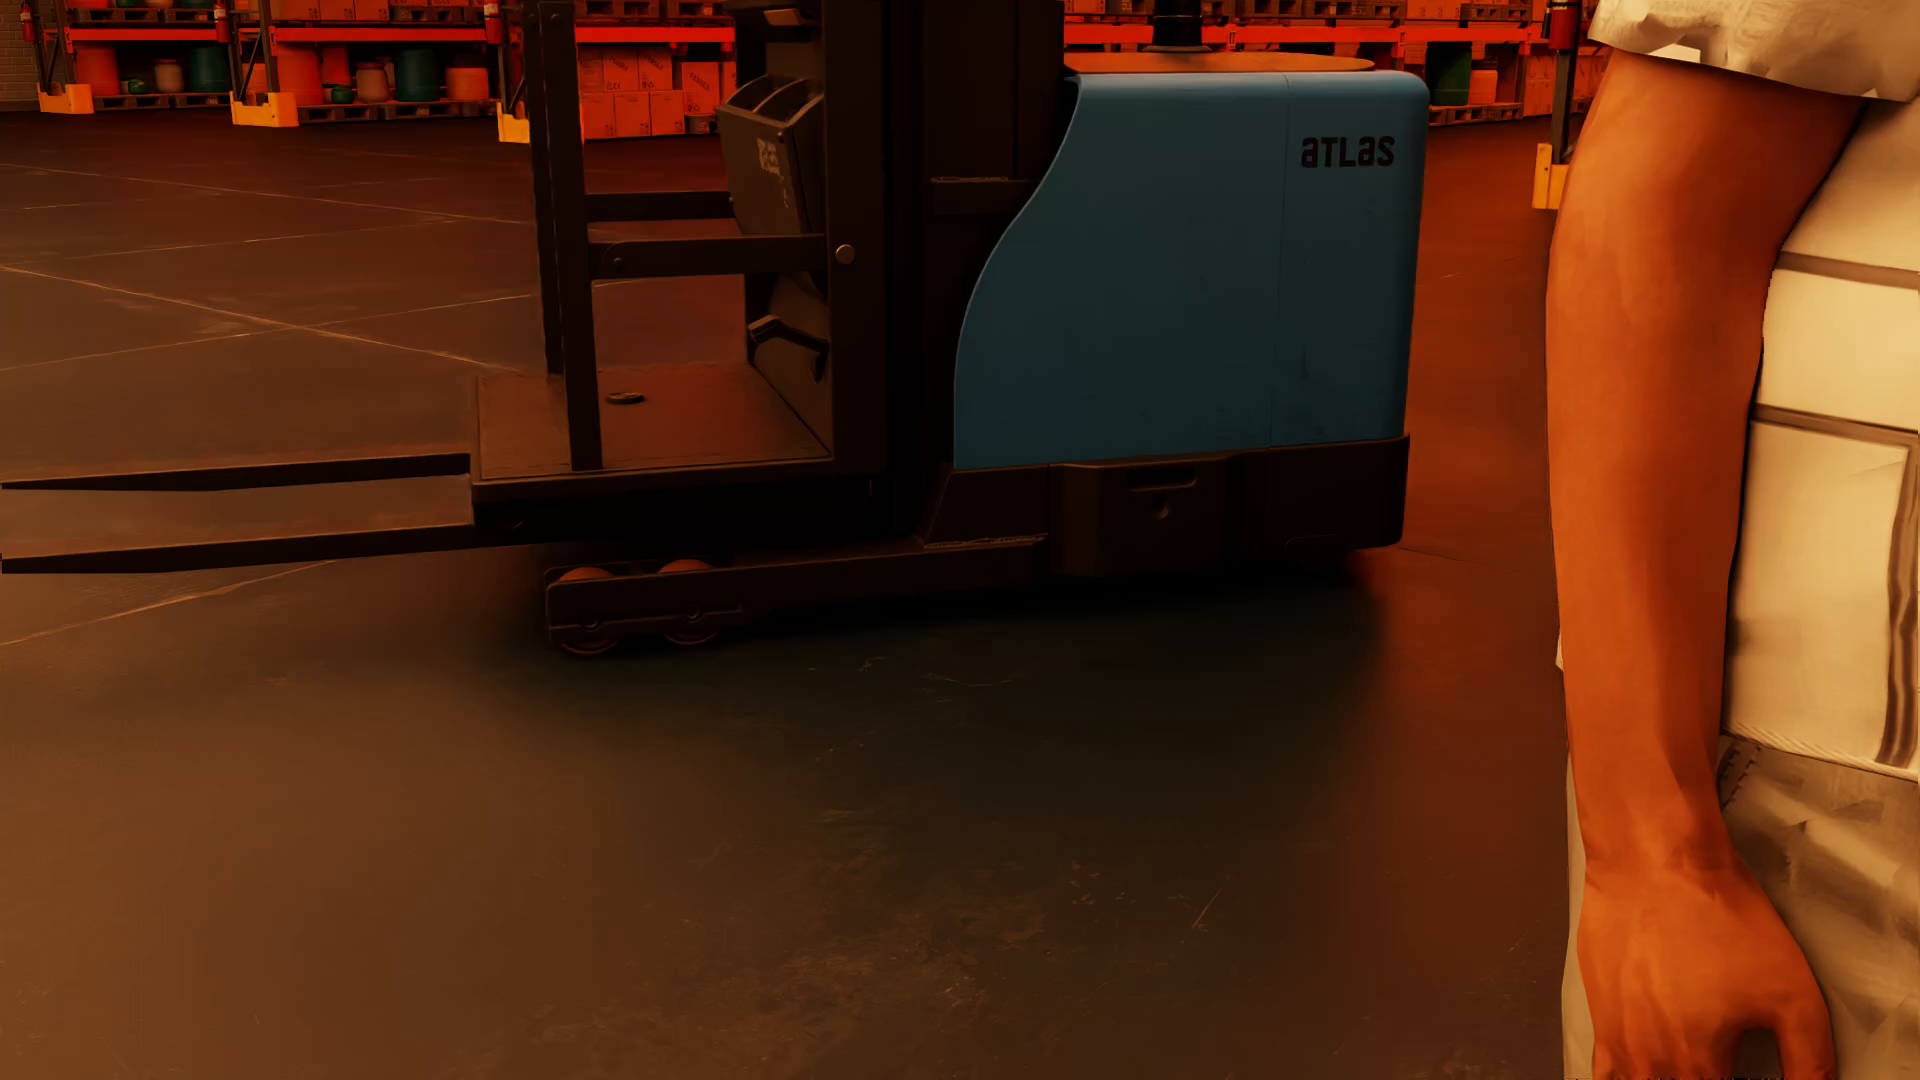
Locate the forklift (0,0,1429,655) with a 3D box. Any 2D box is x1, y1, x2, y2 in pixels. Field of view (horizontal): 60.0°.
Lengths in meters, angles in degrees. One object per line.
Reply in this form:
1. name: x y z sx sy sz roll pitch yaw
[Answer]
1. forklift: -0.587 -1.351 3.347 3.031 2.935 1.130 -5 18 -15
